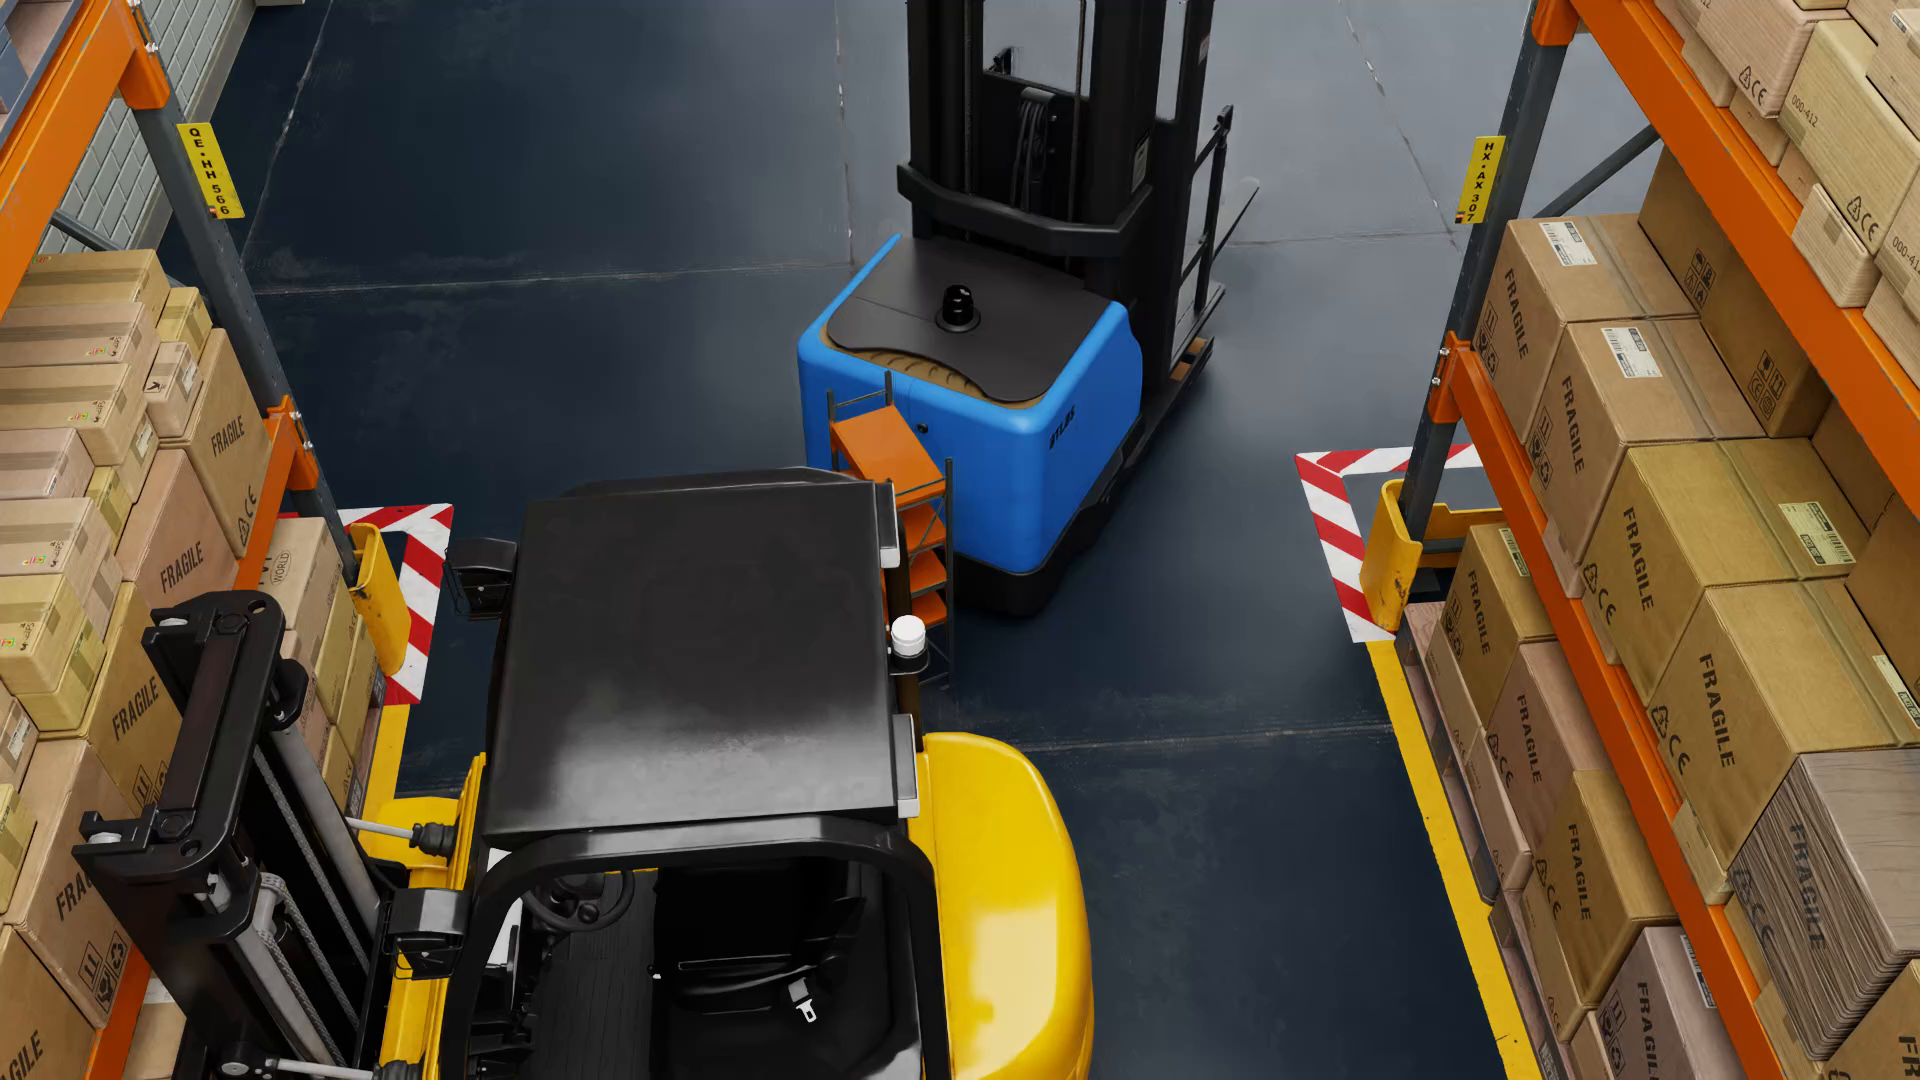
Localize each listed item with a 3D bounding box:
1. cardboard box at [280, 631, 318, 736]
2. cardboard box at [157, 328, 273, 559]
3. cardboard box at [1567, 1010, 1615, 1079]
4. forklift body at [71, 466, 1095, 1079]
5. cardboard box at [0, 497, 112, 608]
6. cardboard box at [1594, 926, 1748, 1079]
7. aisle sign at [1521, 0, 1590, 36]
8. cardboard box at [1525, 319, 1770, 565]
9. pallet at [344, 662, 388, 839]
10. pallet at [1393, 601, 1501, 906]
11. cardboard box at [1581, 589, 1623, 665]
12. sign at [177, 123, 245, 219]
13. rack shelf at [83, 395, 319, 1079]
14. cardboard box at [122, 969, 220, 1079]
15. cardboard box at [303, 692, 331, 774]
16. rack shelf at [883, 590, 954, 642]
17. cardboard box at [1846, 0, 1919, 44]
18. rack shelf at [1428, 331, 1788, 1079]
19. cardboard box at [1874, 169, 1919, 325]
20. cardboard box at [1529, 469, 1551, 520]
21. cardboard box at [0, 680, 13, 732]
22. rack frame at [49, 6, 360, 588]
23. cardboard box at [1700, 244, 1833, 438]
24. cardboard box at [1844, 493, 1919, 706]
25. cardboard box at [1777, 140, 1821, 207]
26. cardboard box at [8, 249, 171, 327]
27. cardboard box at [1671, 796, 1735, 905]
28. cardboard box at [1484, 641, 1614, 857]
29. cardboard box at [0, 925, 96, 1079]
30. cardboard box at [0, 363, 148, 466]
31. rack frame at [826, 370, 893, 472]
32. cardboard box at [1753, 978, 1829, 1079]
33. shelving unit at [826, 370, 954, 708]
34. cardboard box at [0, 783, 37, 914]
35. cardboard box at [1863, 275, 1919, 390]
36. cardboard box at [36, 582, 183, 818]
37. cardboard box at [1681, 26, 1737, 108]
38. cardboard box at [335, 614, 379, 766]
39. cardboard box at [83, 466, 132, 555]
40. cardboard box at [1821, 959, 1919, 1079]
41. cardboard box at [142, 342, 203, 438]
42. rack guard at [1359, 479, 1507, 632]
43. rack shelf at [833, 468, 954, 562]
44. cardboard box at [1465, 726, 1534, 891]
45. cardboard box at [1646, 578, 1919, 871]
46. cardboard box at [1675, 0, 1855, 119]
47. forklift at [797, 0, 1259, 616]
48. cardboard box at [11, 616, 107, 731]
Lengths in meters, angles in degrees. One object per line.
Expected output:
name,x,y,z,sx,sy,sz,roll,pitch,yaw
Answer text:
cardboard box,-2.345,0.562,5.204,0.500,0.250,0.500,-3,47,-3
cardboard box,-2.440,-0.272,5.010,0.500,0.500,0.500,-4,47,-4
cardboard box,2.128,1.648,4.864,0.500,0.250,0.500,-3,47,-3
forklift body,-0.766,0.975,4.482,2.313,2.155,1.214,-3,47,-3
cardboard box,-2.323,0.039,4.063,0.380,0.149,0.250,-2,47,-2
cardboard box,2.133,1.406,4.577,0.500,0.500,0.500,-1,47,-1
aisle sign,1.889,-1.802,4.737,0.394,0.787,0.004,-3,47,-3
cardboard box,2.013,-0.285,4.817,0.500,0.500,0.500,-2,47,-2
pallet,-2.637,0.931,5.859,1.003,0.211,1.213,-3,47,-3
pallet,2.242,0.721,6.058,1.003,0.211,1.213,-3,47,-3
cardboard box,2.032,0.212,4.792,0.380,0.149,0.250,-2,47,-2
sign,-2.201,-1.081,4.883,0.100,0.325,0.005,-3,47,-3
rack shelf,-2.576,1.116,4.259,1.077,0.370,4.000,-3,47,-3
cardboard box,-2.258,1.294,4.511,0.500,0.250,0.500,-4,47,-4
cardboard box,-2.360,0.748,5.373,0.500,0.250,0.500,-4,47,-4
rack shelf,-0.242,0.204,6.233,0.258,0.148,0.480,-20,50,-18
cardboard box,2.089,-1.107,3.427,0.380,0.149,0.250,-4,47,-3
rack shelf,2.370,0.812,4.547,1.077,0.370,4.000,-3,47,-3
cardboard box,2.103,-0.476,3.104,0.500,0.250,0.500,-3,47,-2
cardboard box,2.002,-0.159,5.144,0.380,0.149,0.250,-5,47,-5
cardboard box,-2.369,0.418,3.704,0.380,0.149,0.250,-3,47,-3
rack frame,-2.743,-0.578,5.368,1.000,3.000,0.127,-3,47,-3
cardboard box,2.498,-0.640,4.464,0.700,0.500,0.500,-3,47,-3
cardboard box,2.547,0.092,3.771,0.700,0.500,0.500,-4,47,-4
cardboard box,2.078,-0.820,3.704,0.380,0.149,0.250,-5,47,-5
cardboard box,-2.503,-0.692,4.755,0.380,0.149,0.250,-3,47,-3
cardboard box,2.069,0.778,4.257,0.380,0.149,0.250,-3,47,-3
cardboard box,2.045,0.656,5.287,0.500,0.500,0.500,-5,47,-5
cardboard box,-2.289,1.202,3.613,0.500,0.500,0.500,-4,47,-4
cardboard box,-2.403,-0.327,4.410,0.380,0.149,0.250,-3,47,-2
rack frame,-0.349,-0.138,6.190,0.240,1.200,0.015,-20,50,-18
cardboard box,2.119,1.149,3.905,0.380,0.149,0.250,-4,47,-4
shelving unit,-0.242,0.022,6.040,0.258,1.200,0.503,-20,50,-18
cardboard box,-2.282,0.692,3.650,0.380,0.149,0.250,-4,47,-4
cardboard box,2.082,-0.445,3.349,0.380,0.149,0.250,-5,47,-4
cardboard box,-2.363,0.474,4.303,0.500,0.500,0.500,-4,47,-4
cardboard box,2.006,-1.190,4.054,0.380,0.149,0.250,-2,47,-2
cardboard box,-2.389,0.544,5.910,0.500,0.250,0.500,-3,47,-3
cardboard box,-2.414,-0.047,4.350,0.380,0.149,0.250,-4,47,-4
cardboard box,2.203,1.196,3.414,0.500,0.500,0.500,-2,47,-2
cardboard box,-2.384,-0.419,4.701,0.380,0.149,0.250,-3,47,-3
rack guard,2.209,0.032,6.512,1.175,0.500,0.348,-3,47,-3
rack shelf,-0.242,-0.086,5.926,0.258,0.148,0.480,-20,50,-18
cardboard box,2.030,0.889,5.583,0.500,0.250,0.500,-2,47,-2
cardboard box,2.107,0.451,4.120,0.500,0.500,0.500,-4,47,-4
cardboard box,2.012,-1.220,3.808,0.500,0.250,0.500,-4,47,-4
forklift,0.502,-1.784,6.558,1.130,2.935,3.031,20,50,18
cardboard box,-2.303,0.325,3.997,0.380,0.149,0.250,-3,47,-3
